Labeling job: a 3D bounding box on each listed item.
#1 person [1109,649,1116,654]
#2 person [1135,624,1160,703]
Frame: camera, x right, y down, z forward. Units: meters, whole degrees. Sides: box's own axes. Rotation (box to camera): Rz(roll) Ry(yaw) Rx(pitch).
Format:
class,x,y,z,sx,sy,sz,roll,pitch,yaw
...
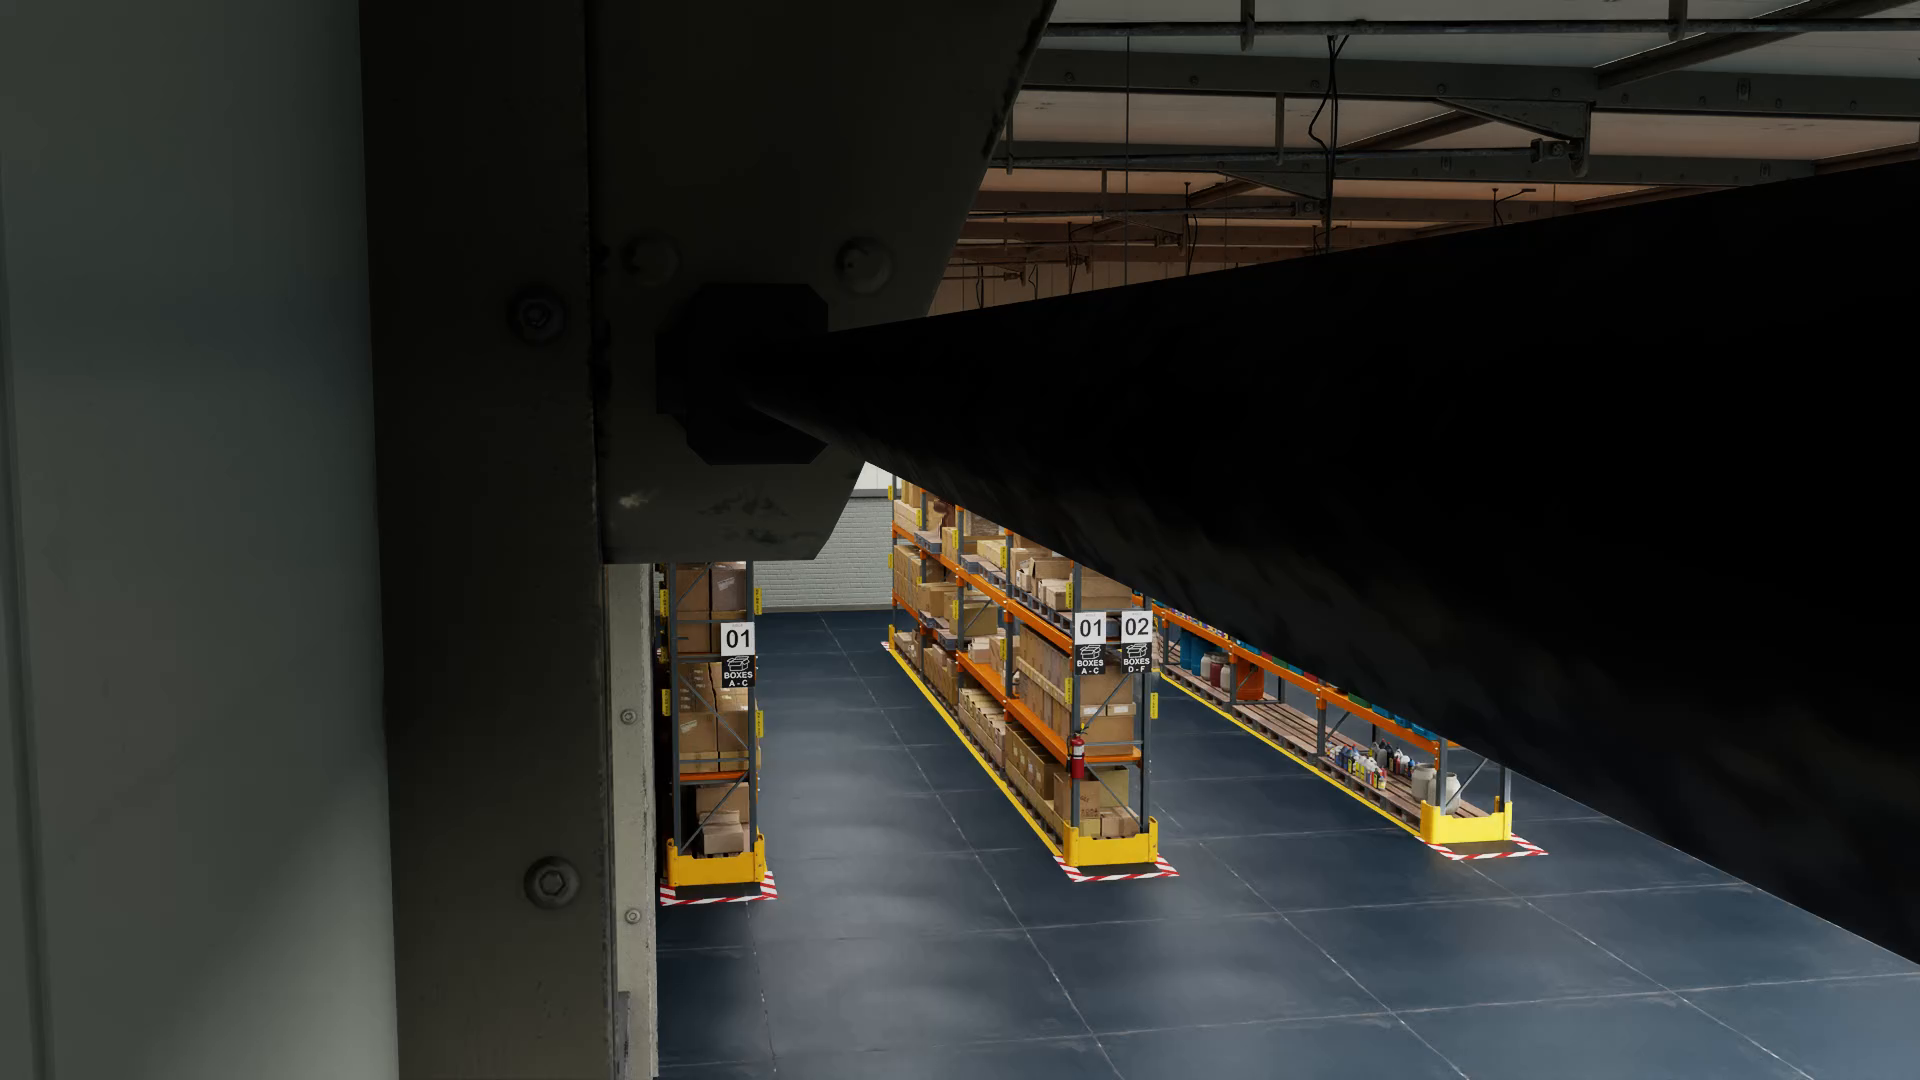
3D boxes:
class,x,y,z,sx,sy,sz,roll,pitch,yaw
person,2.730,1.963,30.489,0.503,1.661,0.665,-3,7,-27
person,3.294,2.099,29.220,0.591,1.699,0.576,-2,6,-17
